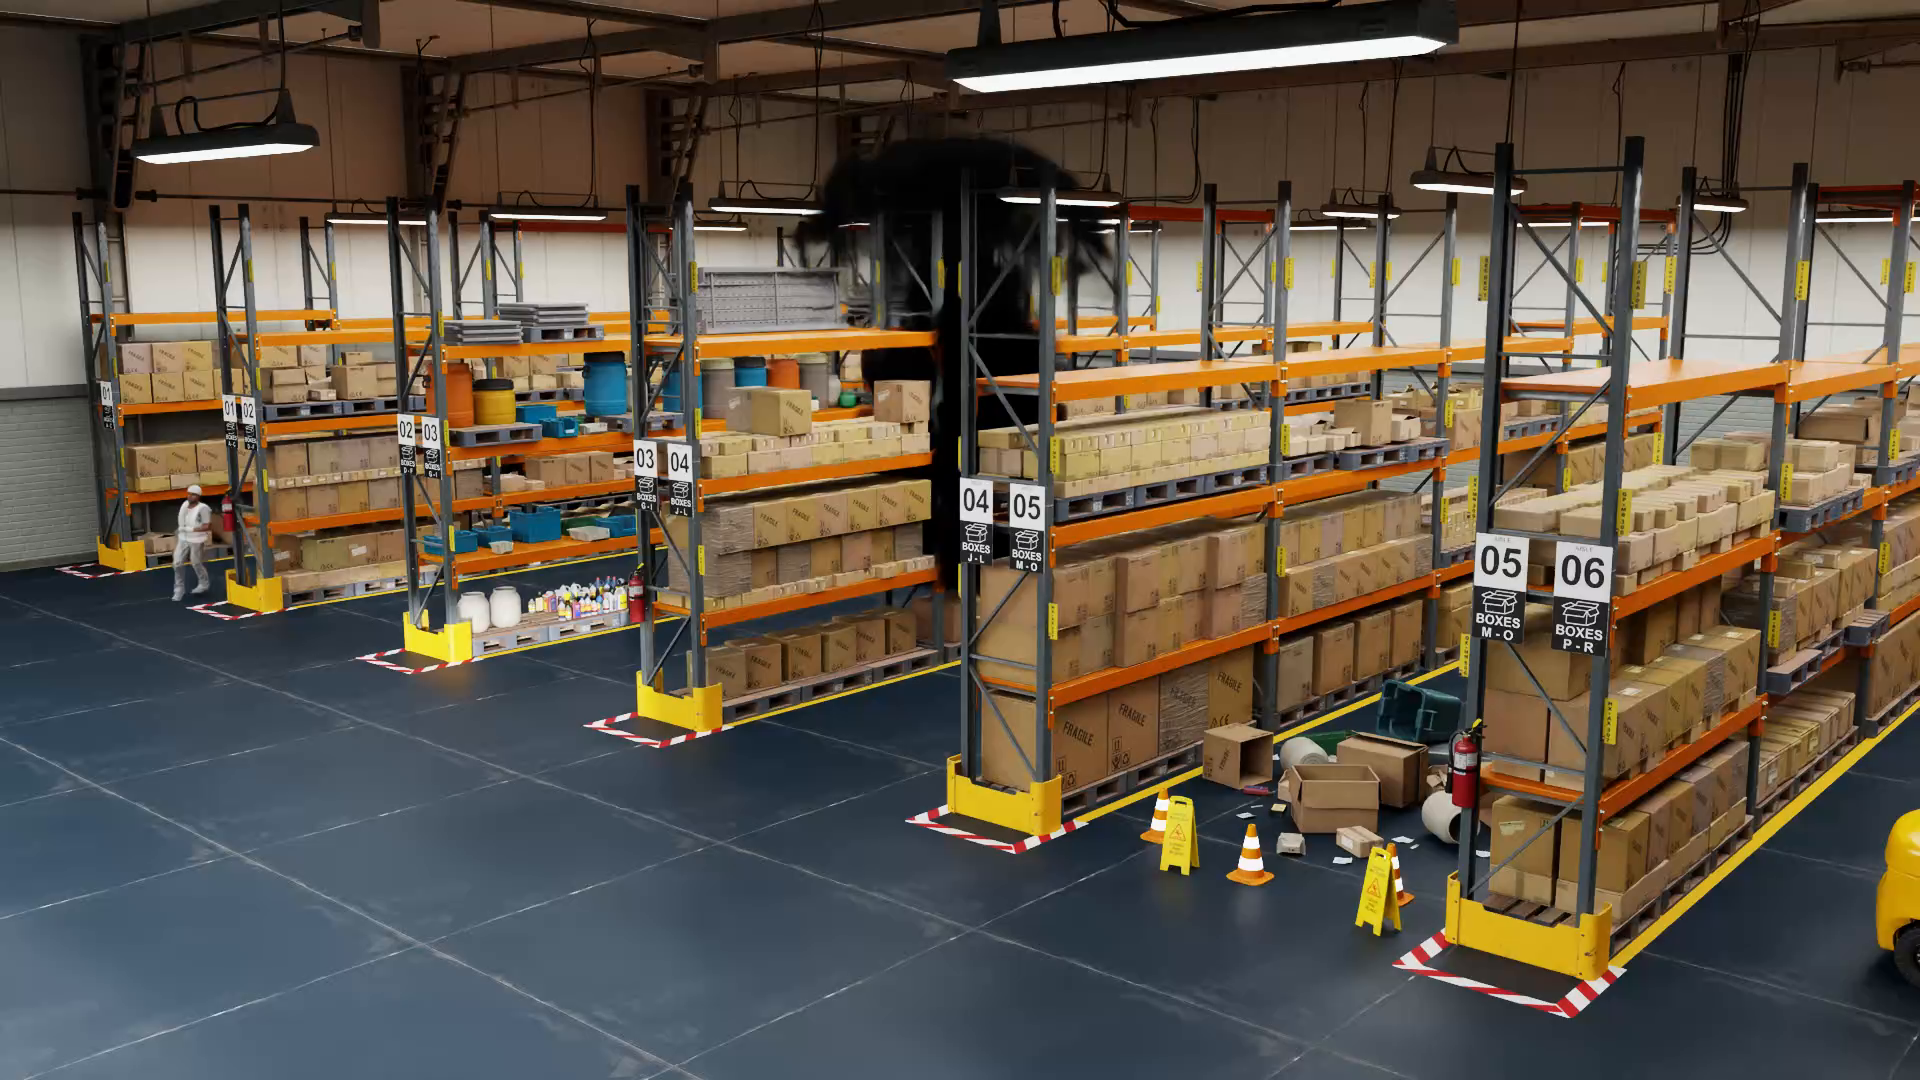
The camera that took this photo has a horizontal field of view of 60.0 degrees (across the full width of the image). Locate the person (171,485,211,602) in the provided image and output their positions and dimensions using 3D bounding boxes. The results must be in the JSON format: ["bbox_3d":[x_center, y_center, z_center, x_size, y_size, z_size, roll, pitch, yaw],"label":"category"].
[{"bbox_3d":[-11.832,0.045,25.750,0.664,1.824,0.719,2,10,11],"label":"person"}]

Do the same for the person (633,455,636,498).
[{"bbox_3d":[-6.357,-1.289,33.830,0.694,1.730,0.671,5,11,28],"label":"person"}]

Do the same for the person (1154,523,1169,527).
[{"bbox_3d":[2.871,0.309,23.083,0.575,1.549,0.497,9,13,43],"label":"person"}]
